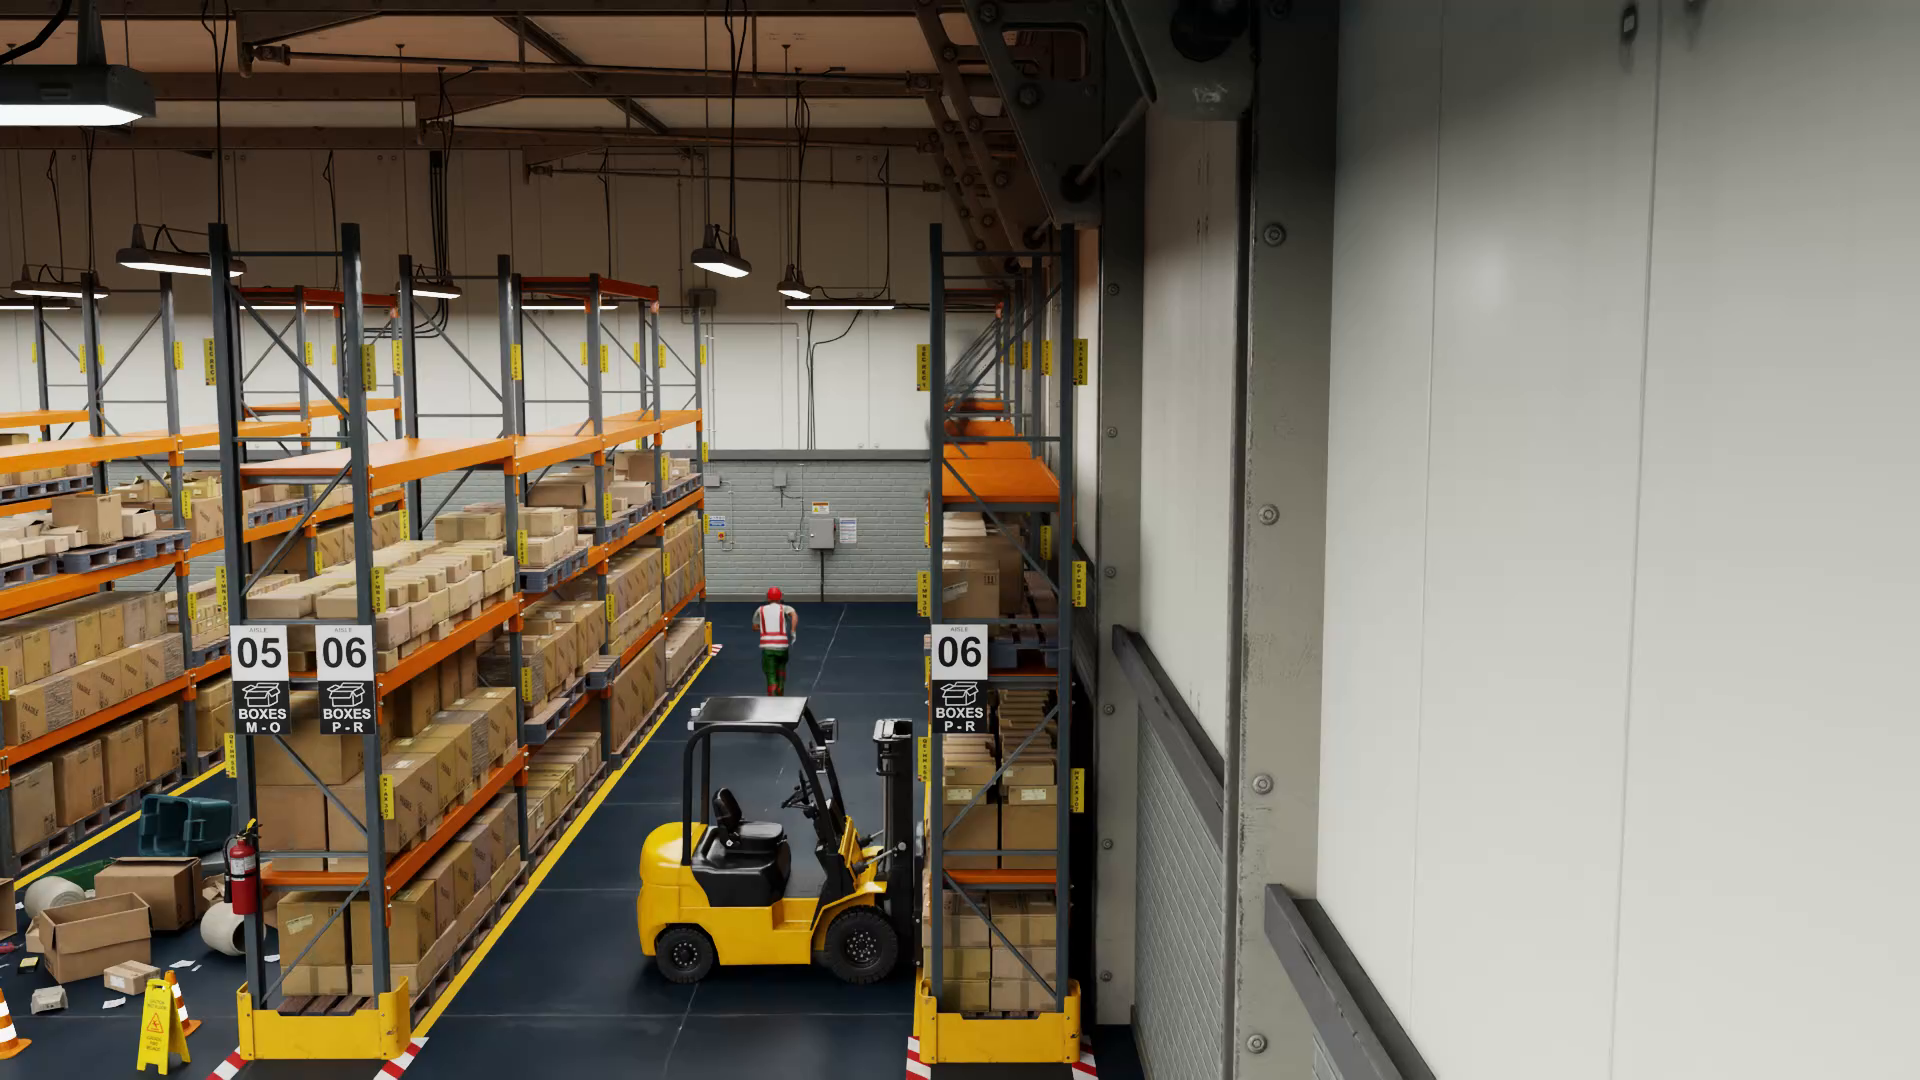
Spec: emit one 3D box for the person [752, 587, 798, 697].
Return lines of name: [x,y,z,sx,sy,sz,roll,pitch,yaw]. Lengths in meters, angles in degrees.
person: [-2.619,1.545,23.564,0.643,1.723,0.923,-1,7,-8]
